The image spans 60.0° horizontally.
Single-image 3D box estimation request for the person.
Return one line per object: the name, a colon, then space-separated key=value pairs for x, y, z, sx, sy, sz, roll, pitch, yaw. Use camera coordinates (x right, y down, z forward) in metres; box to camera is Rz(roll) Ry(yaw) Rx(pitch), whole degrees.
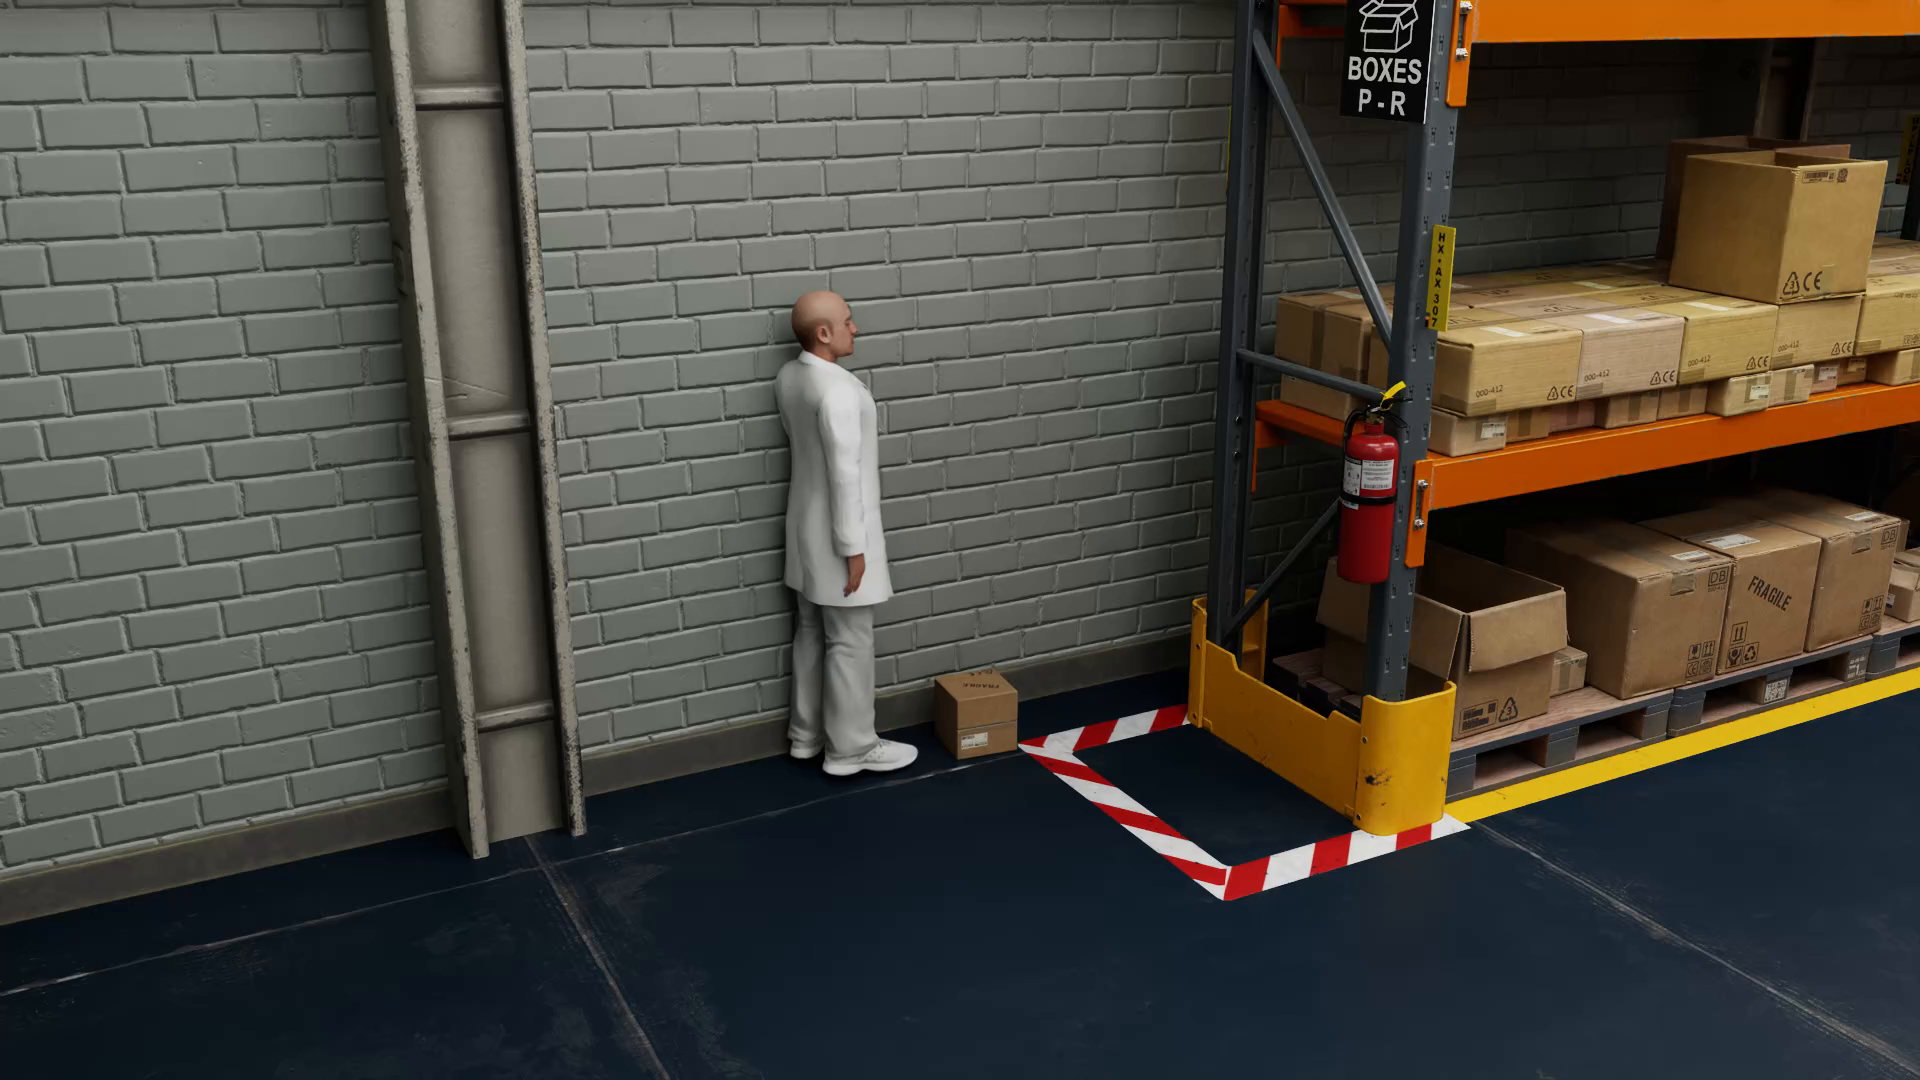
person: x=-0.435 y=-0.030 z=6.100 sx=0.433 sy=1.786 sz=0.625 roll=-10 pitch=20 yaw=-27
